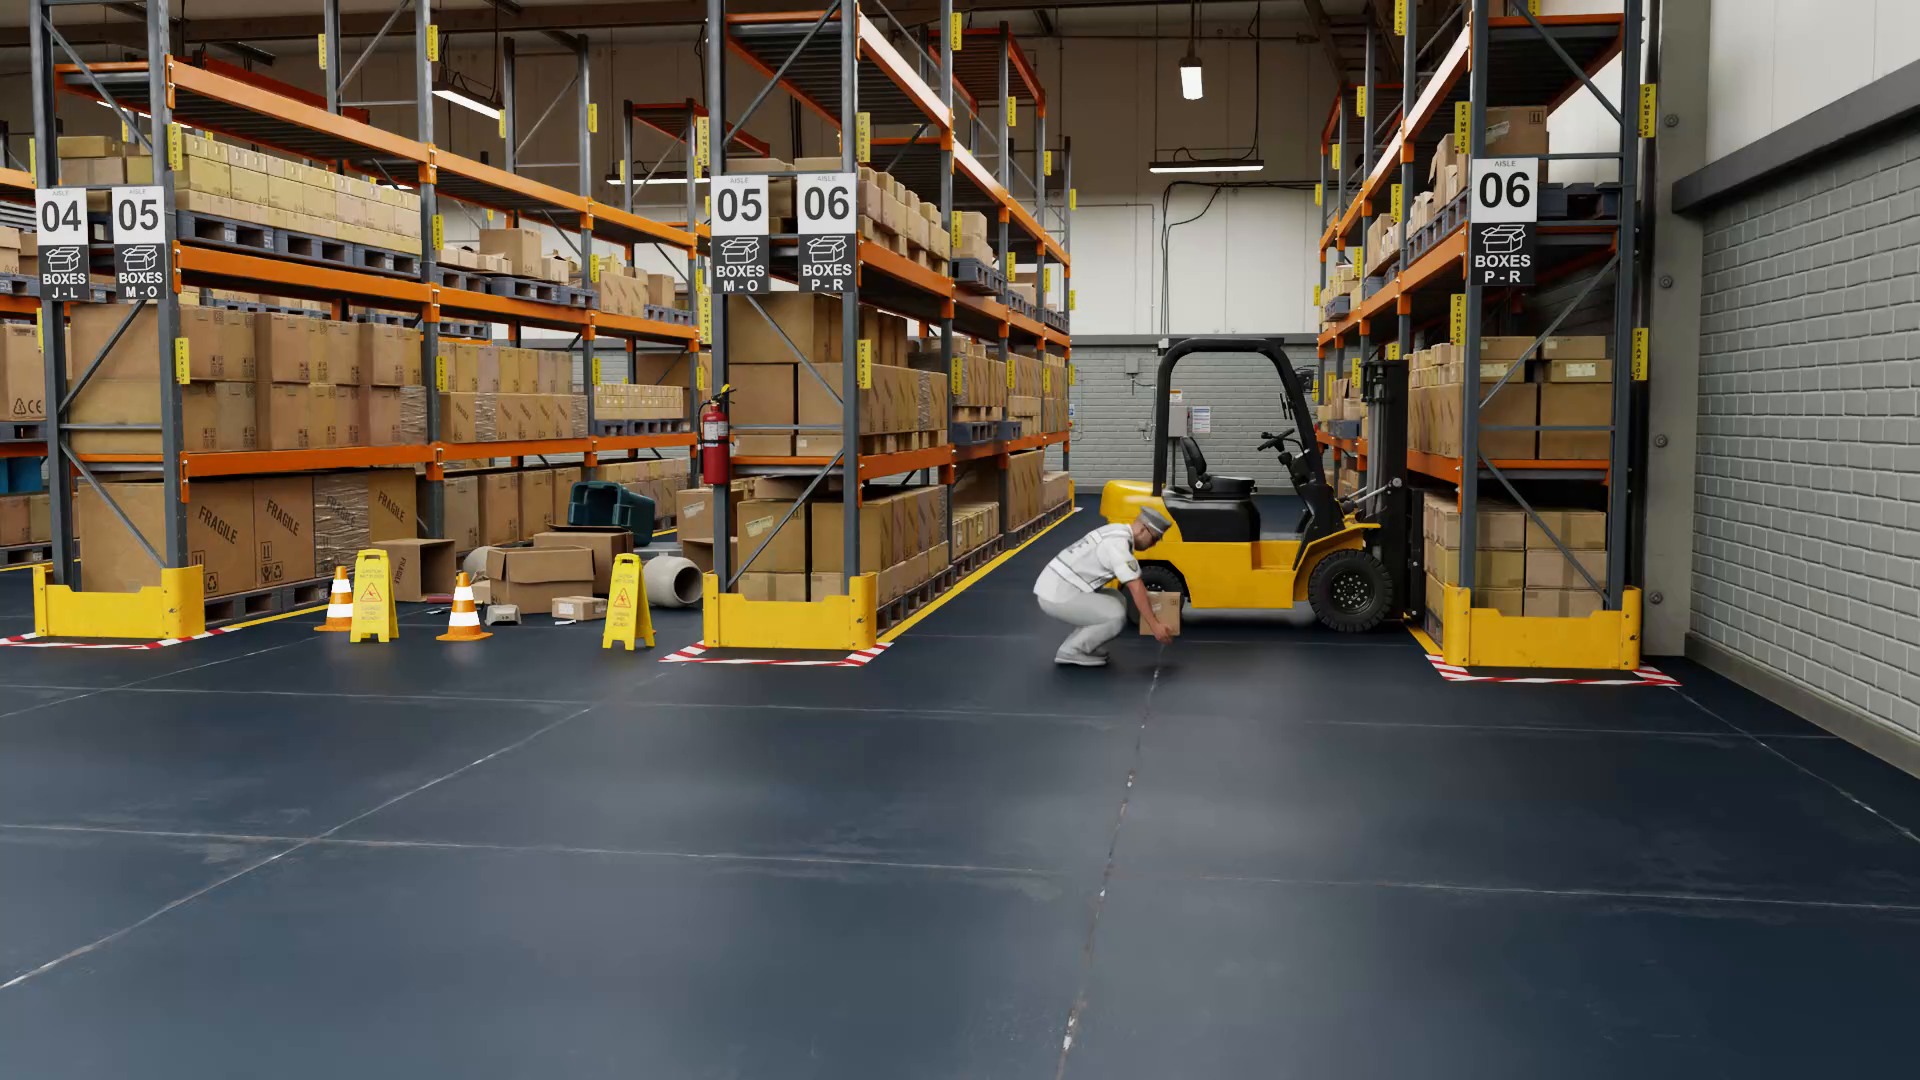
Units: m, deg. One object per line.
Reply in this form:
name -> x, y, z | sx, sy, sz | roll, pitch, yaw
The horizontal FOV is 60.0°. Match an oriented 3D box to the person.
person -> 0.933, 0.290, 10.690 | 0.916, 1.022, 0.538 | 1, 4, 8
